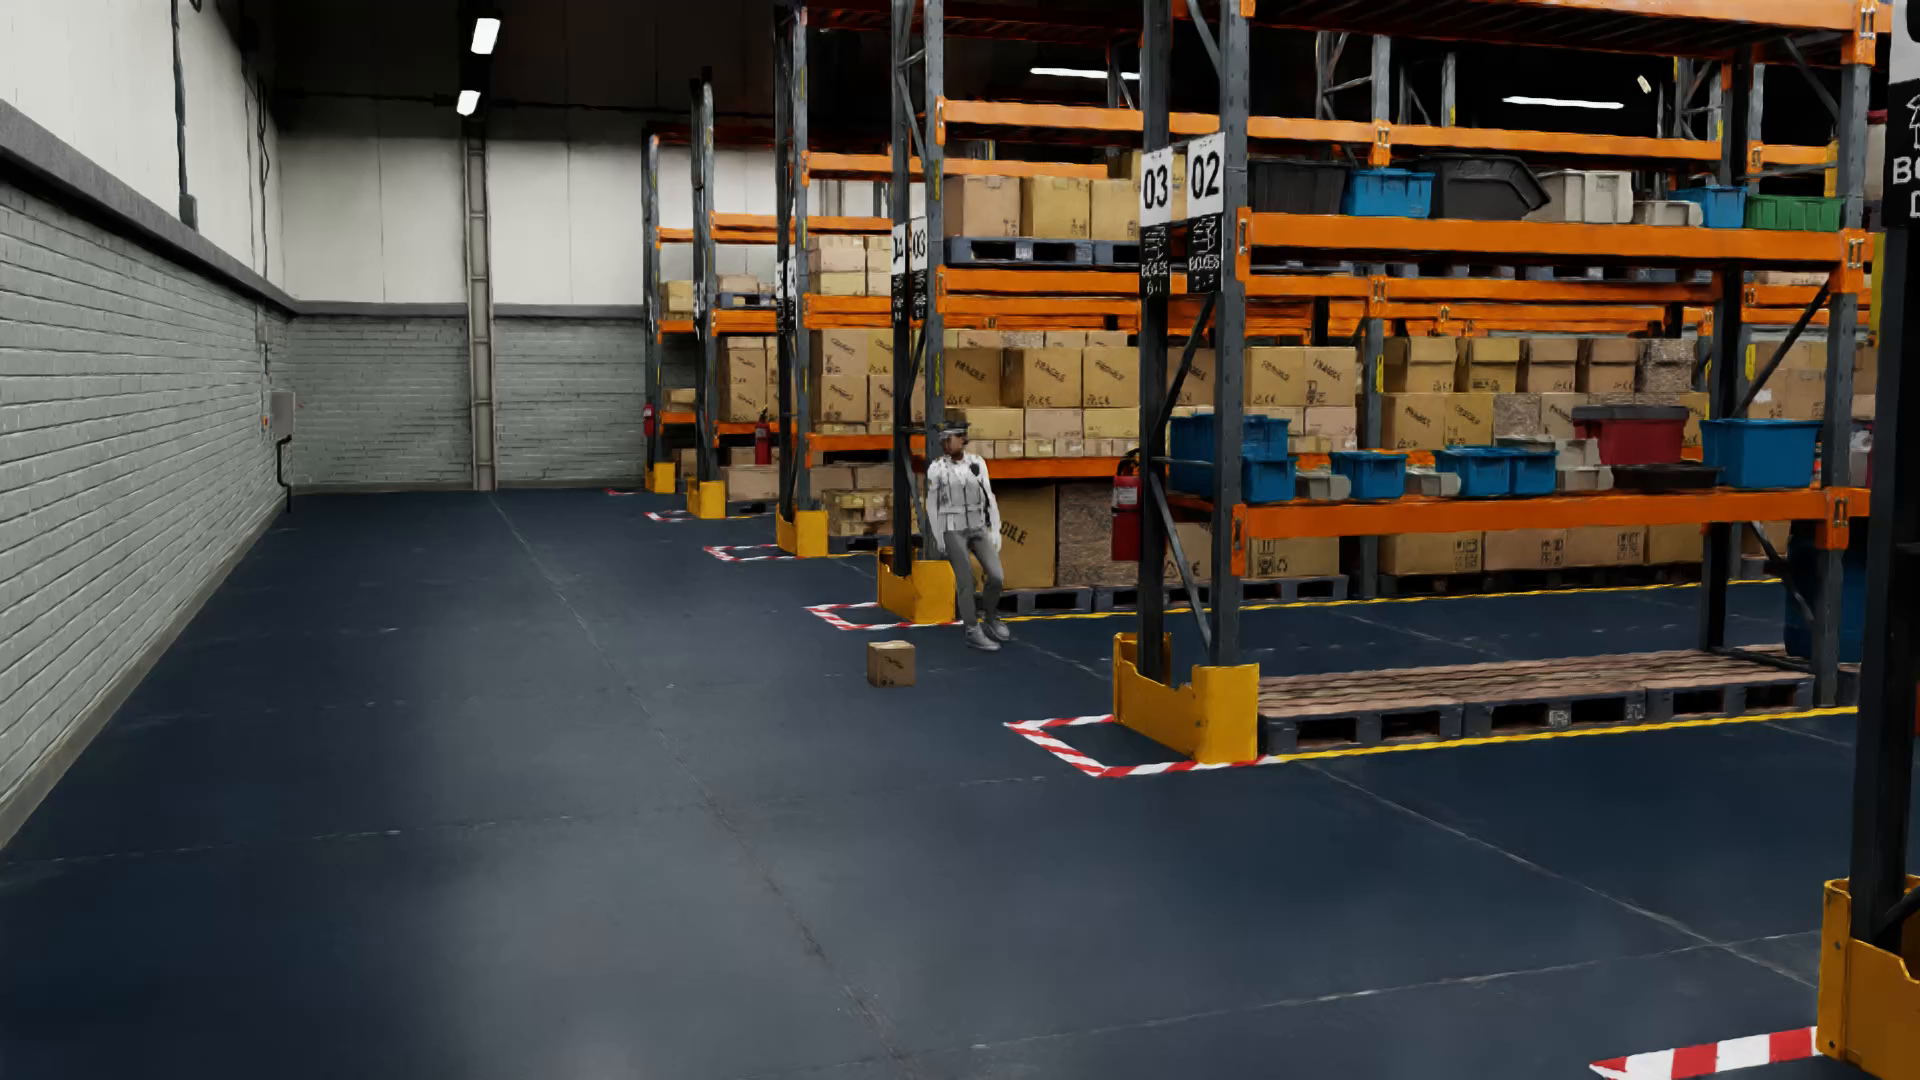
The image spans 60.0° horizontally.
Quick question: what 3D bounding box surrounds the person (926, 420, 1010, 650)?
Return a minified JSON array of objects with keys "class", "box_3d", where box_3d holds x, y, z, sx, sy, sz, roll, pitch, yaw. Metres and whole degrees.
[{"class":"person","box_3d":[0.084,-0.038,12.004,0.626,1.658,0.407,-2,6,-18]}]
